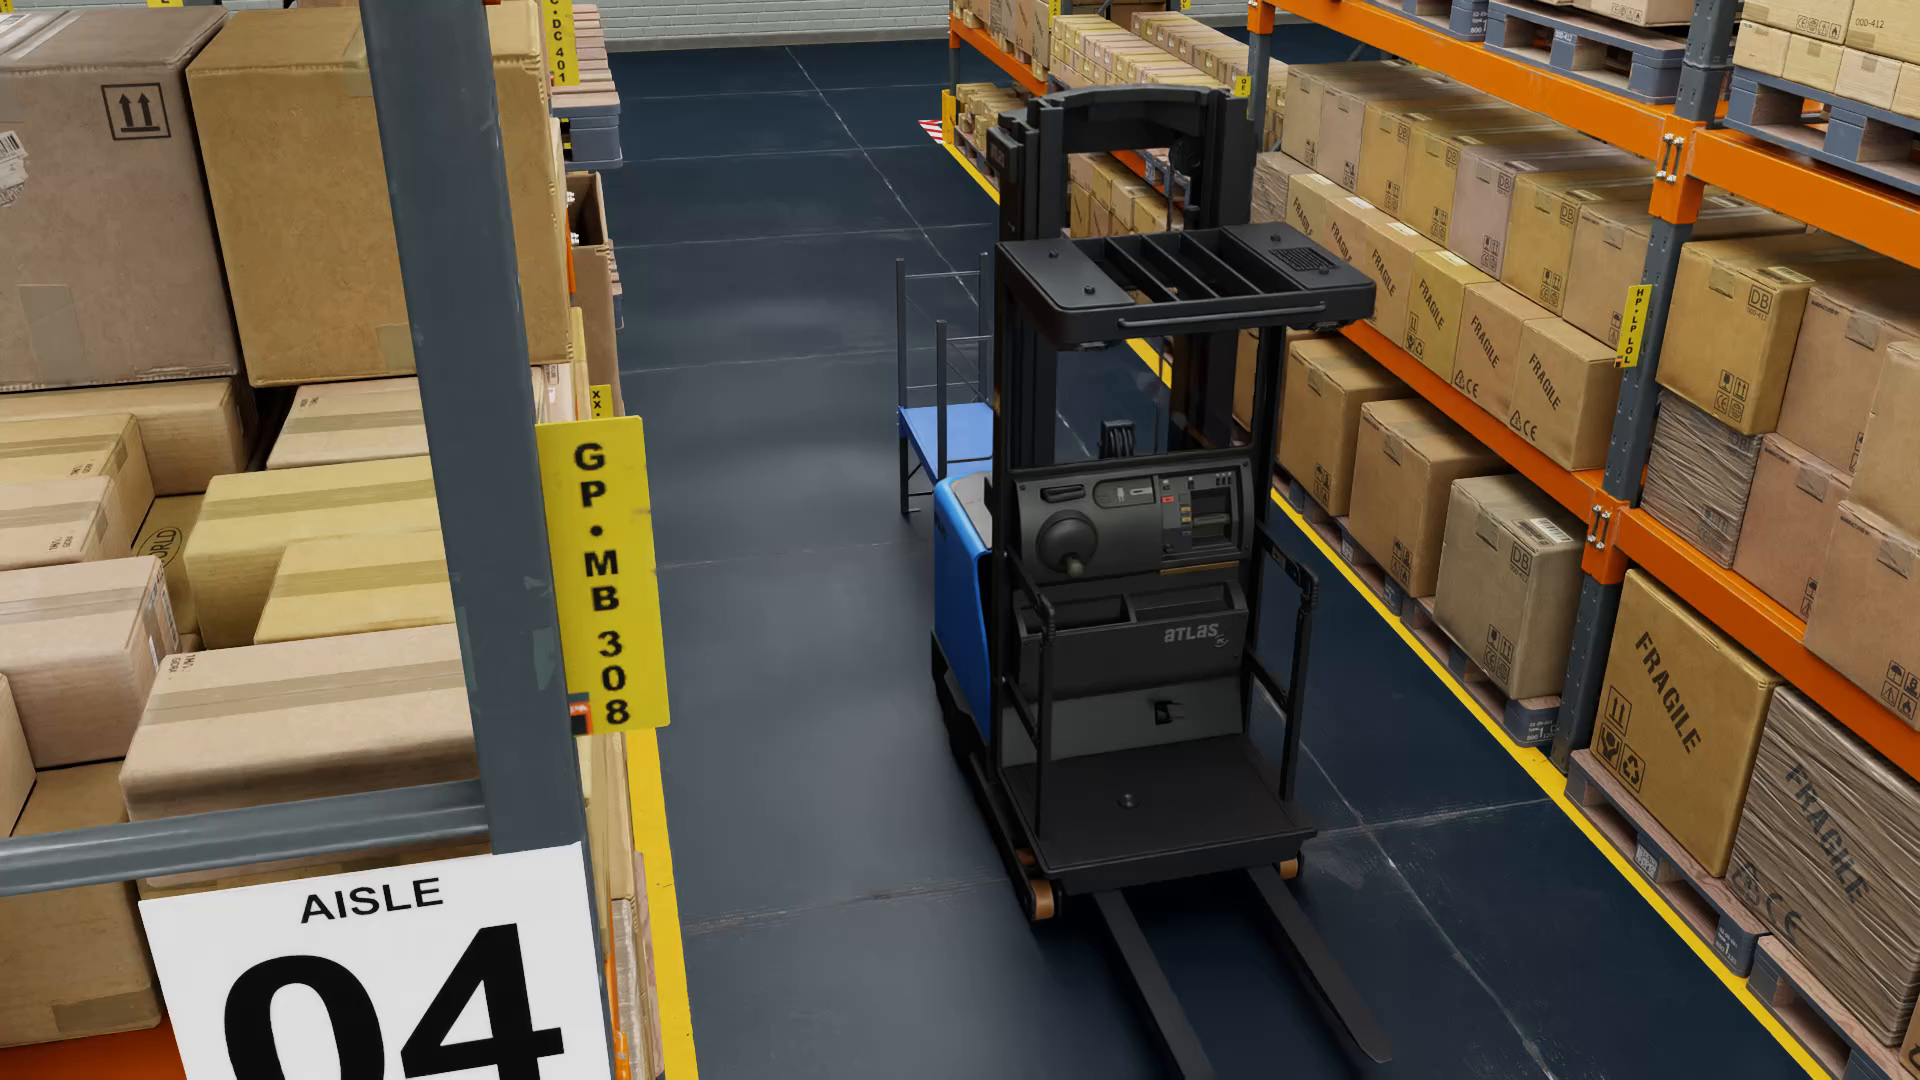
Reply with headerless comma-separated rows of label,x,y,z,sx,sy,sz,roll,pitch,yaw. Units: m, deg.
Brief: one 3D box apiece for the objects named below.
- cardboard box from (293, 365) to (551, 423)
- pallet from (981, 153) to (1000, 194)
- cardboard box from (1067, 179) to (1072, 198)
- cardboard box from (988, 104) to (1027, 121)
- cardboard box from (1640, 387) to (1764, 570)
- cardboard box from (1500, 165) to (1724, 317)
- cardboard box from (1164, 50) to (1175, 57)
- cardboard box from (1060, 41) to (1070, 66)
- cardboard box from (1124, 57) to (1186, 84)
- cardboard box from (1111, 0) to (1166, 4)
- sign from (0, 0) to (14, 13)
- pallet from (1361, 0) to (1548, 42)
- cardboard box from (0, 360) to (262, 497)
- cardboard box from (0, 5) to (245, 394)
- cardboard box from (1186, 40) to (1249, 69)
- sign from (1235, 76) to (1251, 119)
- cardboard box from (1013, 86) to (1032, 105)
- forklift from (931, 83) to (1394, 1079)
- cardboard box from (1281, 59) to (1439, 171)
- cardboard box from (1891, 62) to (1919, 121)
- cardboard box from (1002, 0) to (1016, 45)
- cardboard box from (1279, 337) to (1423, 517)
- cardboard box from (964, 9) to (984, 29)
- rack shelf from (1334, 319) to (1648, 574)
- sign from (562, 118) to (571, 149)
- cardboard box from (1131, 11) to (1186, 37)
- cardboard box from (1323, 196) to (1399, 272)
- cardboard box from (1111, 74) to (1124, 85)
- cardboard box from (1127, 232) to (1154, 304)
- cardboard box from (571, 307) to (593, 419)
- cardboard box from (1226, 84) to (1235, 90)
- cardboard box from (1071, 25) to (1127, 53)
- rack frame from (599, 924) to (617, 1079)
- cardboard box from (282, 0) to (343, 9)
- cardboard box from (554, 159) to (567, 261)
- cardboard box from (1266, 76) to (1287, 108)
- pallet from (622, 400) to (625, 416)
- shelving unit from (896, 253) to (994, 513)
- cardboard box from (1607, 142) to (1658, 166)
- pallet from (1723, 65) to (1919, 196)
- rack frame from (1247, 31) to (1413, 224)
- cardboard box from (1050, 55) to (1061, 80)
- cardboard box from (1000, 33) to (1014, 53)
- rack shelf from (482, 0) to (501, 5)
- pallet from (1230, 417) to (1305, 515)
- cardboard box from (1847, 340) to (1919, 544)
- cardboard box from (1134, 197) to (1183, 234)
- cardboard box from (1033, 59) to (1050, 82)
cardboard box,-0.881,-0.226,2.764,0.380,0.149,0.250,-6,27,-12
pallet,0.826,-3.486,15.922,1.003,0.211,1.213,-6,27,-12
cardboard box,0.910,-3.056,14.344,0.380,0.149,0.250,-5,27,-11
cardboard box,0.477,-4.119,16.120,0.380,0.149,0.250,-5,27,-10
cardboard box,3.188,-0.297,6.343,0.875,0.550,0.550,-6,27,-12
cardboard box,2.858,-1.325,7.325,0.700,0.500,0.500,-6,27,-12
cardboard box,1.752,-3.612,12.560,0.380,0.149,0.250,-7,28,-13
cardboard box,0.991,-3.778,12.888,0.380,0.149,0.250,-6,27,-13
cardboard box,1.345,-3.224,11.462,0.380,0.149,0.250,-5,27,-9
cardboard box,1.426,-4.749,13.780,0.500,0.500,0.500,-5,27,-10
sign,-8.760,-4.832,15.314,0.100,0.325,0.005,-6,27,-12
pallet,2.643,-2.634,8.020,1.003,0.211,1.213,-5,27,-9
cardboard box,-1.354,-0.180,2.673,0.380,0.149,0.250,-6,27,-11
cardboard box,-1.456,-0.570,2.726,0.500,0.500,0.500,-6,27,-12
cardboard box,1.864,-3.515,12.038,0.380,0.149,0.250,-7,28,-14
sign,1.665,-2.569,9.814,0.100,0.325,0.005,-6,27,-12
cardboard box,0.756,-4.516,16.907,0.380,0.149,0.250,-5,27,-11
forklift,0.720,-0.044,6.084,1.130,2.935,3.031,-6,27,-13
cardboard box,2.283,-2.440,9.534,0.700,0.500,0.500,-6,27,-12
cardboard box,3.015,-1.322,4.914,0.380,0.149,0.250,-6,27,-12
cardboard box,0.679,-4.711,14.813,0.500,0.500,0.500,-6,27,-12
cardboard box,2.442,-0.670,9.279,1.050,0.750,0.750,-6,27,-11
cardboard box,0.249,-5.140,16.384,0.380,0.149,0.250,-7,28,-13
rack shelf,2.642,-0.948,8.597,1.077,0.370,4.000,-6,27,-12
sign,-2.137,-2.228,9.139,0.100,0.325,0.005,-6,27,-12
cardboard box,1.571,-4.087,13.172,0.380,0.149,0.250,-5,27,-9
cardboard box,2.260,-1.523,8.827,0.500,0.500,0.500,-6,27,-12
cardboard box,1.285,-3.205,11.753,0.380,0.149,0.250,-6,28,-13
cardboard box,1.540,-1.940,12.072,0.500,0.500,0.500,-7,28,-14
cardboard box,-1.392,-0.386,5.135,0.500,0.500,0.500,-6,27,-12
cardboard box,2.039,-3.043,11.433,0.380,0.149,0.250,-6,27,-12
cardboard box,1.055,-3.790,12.582,0.380,0.149,0.250,-6,27,-11
rack frame,-0.861,1.824,2.306,1.000,3.000,0.127,-6,27,-12
cardboard box,-1.771,-1.721,5.420,0.797,0.503,0.637,-7,28,-14
cardboard box,-1.297,-0.800,4.343,0.500,0.250,0.500,-5,27,-10
cardboard box,2.162,-2.936,10.891,0.380,0.149,0.250,-6,27,-12
pallet,-1.792,-0.196,6.523,1.003,0.211,1.213,-6,27,-12
shelving unit,0.019,-0.632,8.838,0.538,1.500,1.048,-6,27,-12
cardboard box,6.308,-3.425,14.598,0.875,0.875,0.875,-5,27,-10
pallet,3.267,-1.330,5.326,1.003,0.211,1.213,-6,27,-12
rack frame,2.192,-2.147,10.174,1.000,3.000,0.127,-6,27,-12
cardboard box,0.931,-3.759,13.180,0.380,0.149,0.250,-7,28,-14
cardboard box,0.575,-4.571,15.257,0.380,0.149,0.250,-5,27,-11
rack shelf,-1.311,-1.409,2.857,1.077,0.370,4.000,-6,27,-12
pallet,2.296,-0.548,10.102,1.003,0.211,1.213,-6,27,-12
cardboard box,3.368,-0.294,5.138,0.875,0.550,0.550,-6,27,-12
cardboard box,1.559,-2.272,11.899,0.500,0.250,0.500,-5,27,-10
cardboard box,0.834,-3.994,14.114,0.380,0.149,0.250,-7,28,-13
